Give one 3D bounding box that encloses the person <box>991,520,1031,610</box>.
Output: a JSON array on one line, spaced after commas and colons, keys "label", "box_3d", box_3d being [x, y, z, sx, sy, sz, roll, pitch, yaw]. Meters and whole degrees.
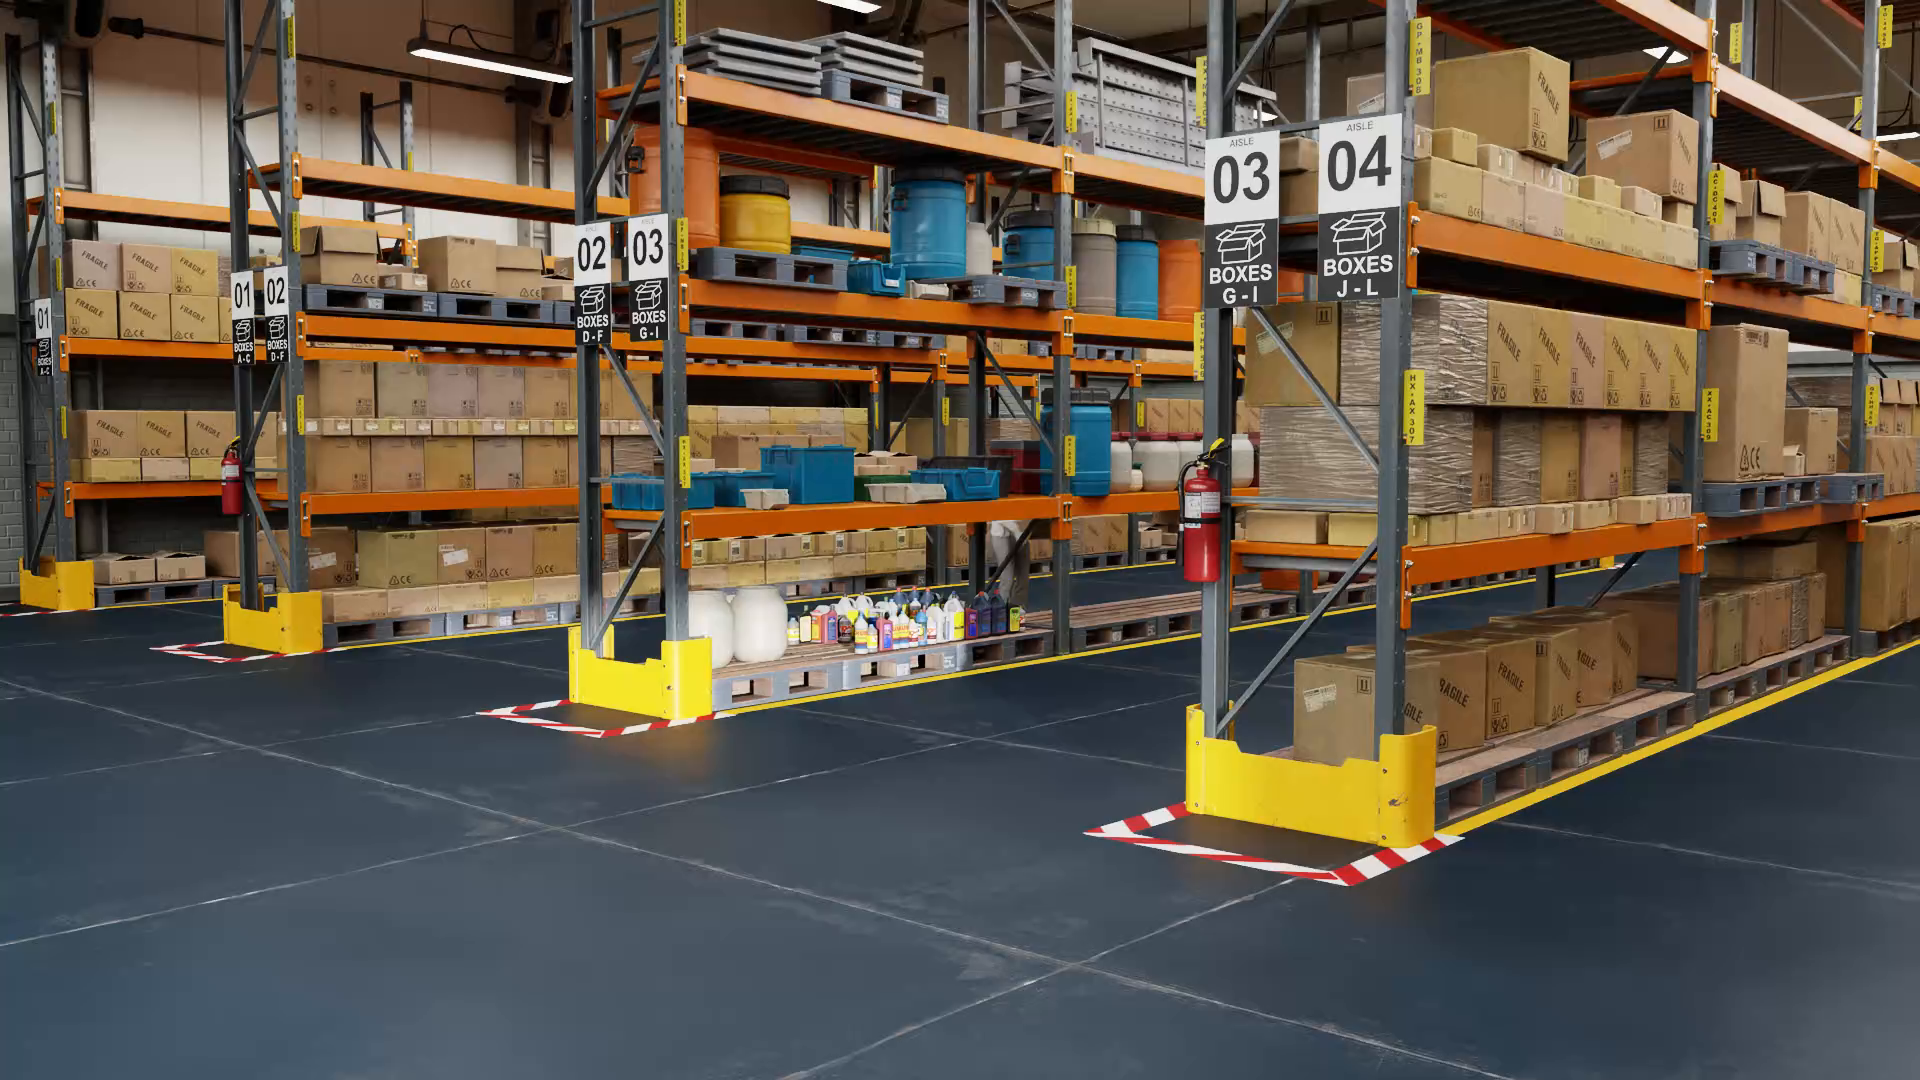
[{"label": "person", "box_3d": [0.517, 0.007, 15.210, 0.459, 1.686, 0.549, -3, 5, -39]}]
